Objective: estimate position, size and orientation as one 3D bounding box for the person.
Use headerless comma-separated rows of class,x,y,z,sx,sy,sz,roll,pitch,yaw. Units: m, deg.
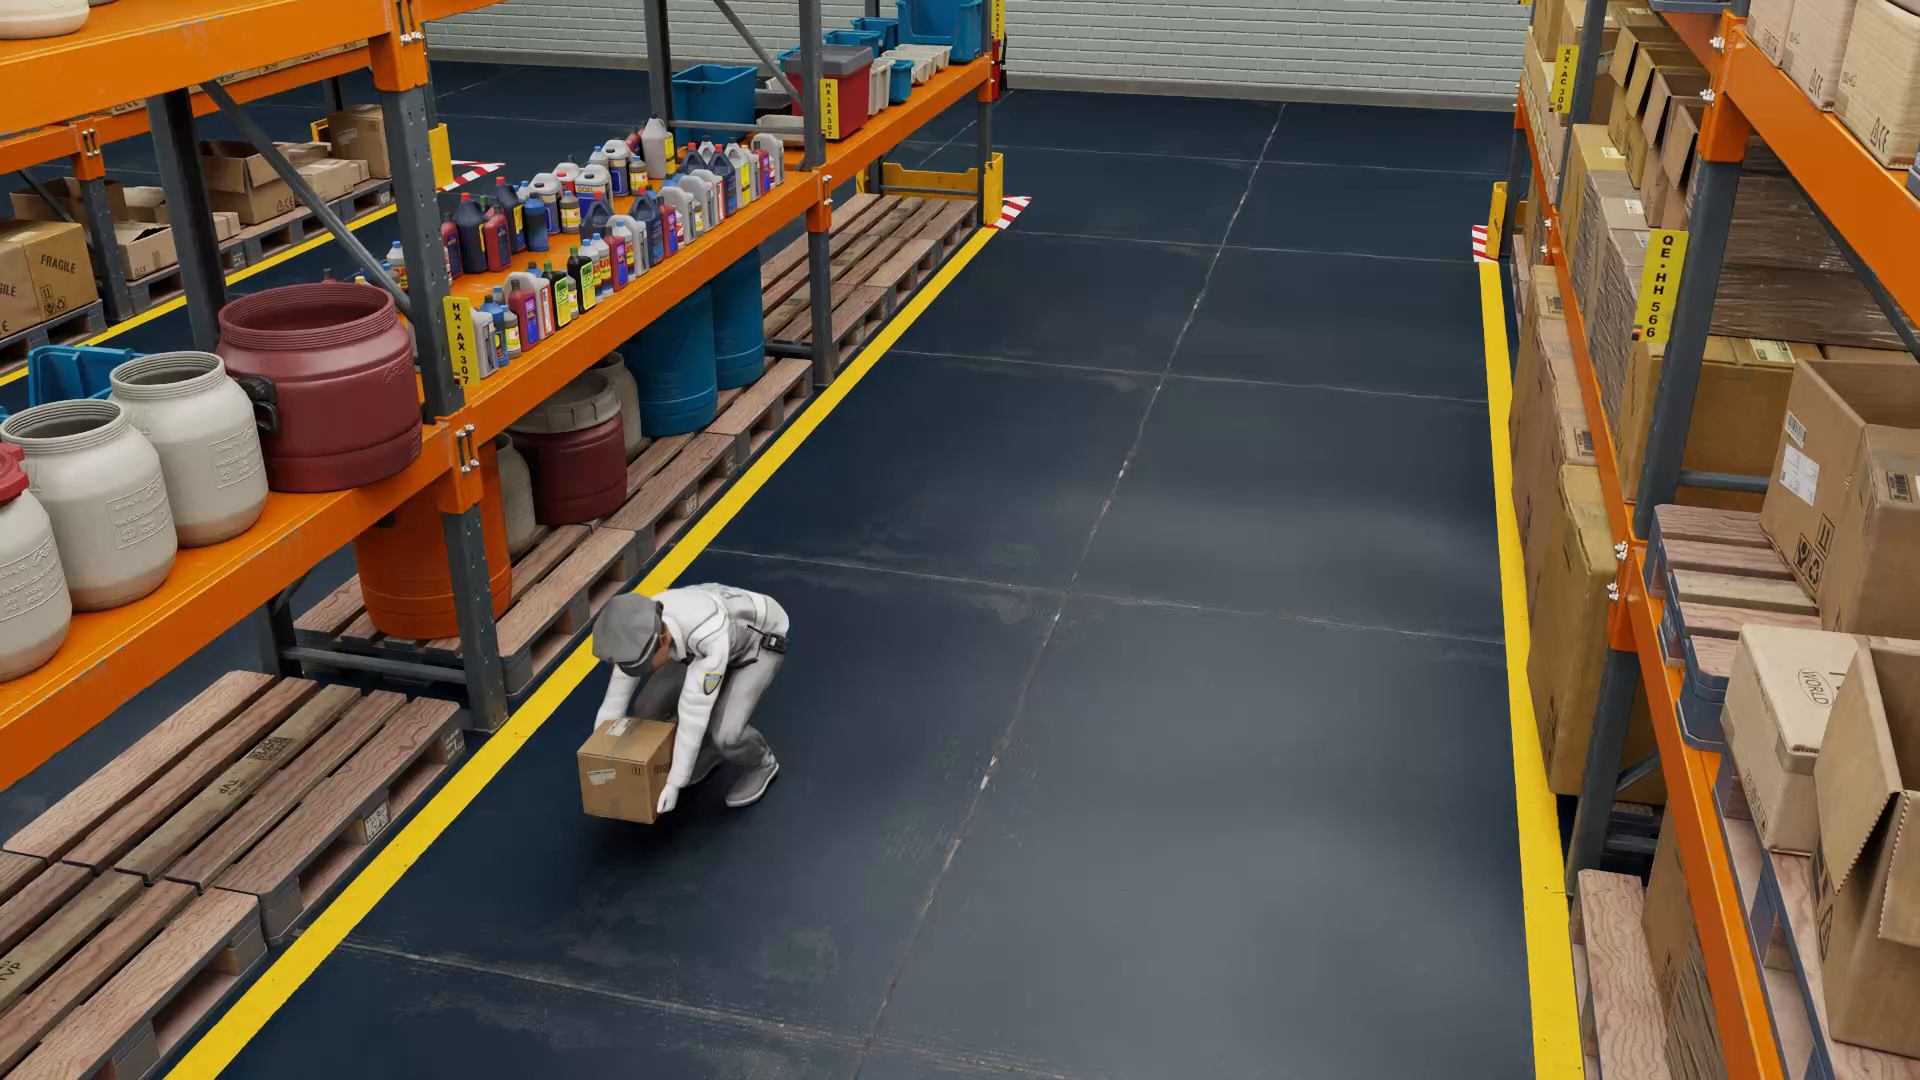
person,-0.948,0.518,5.842,0.459,0.970,0.906,14,29,27
